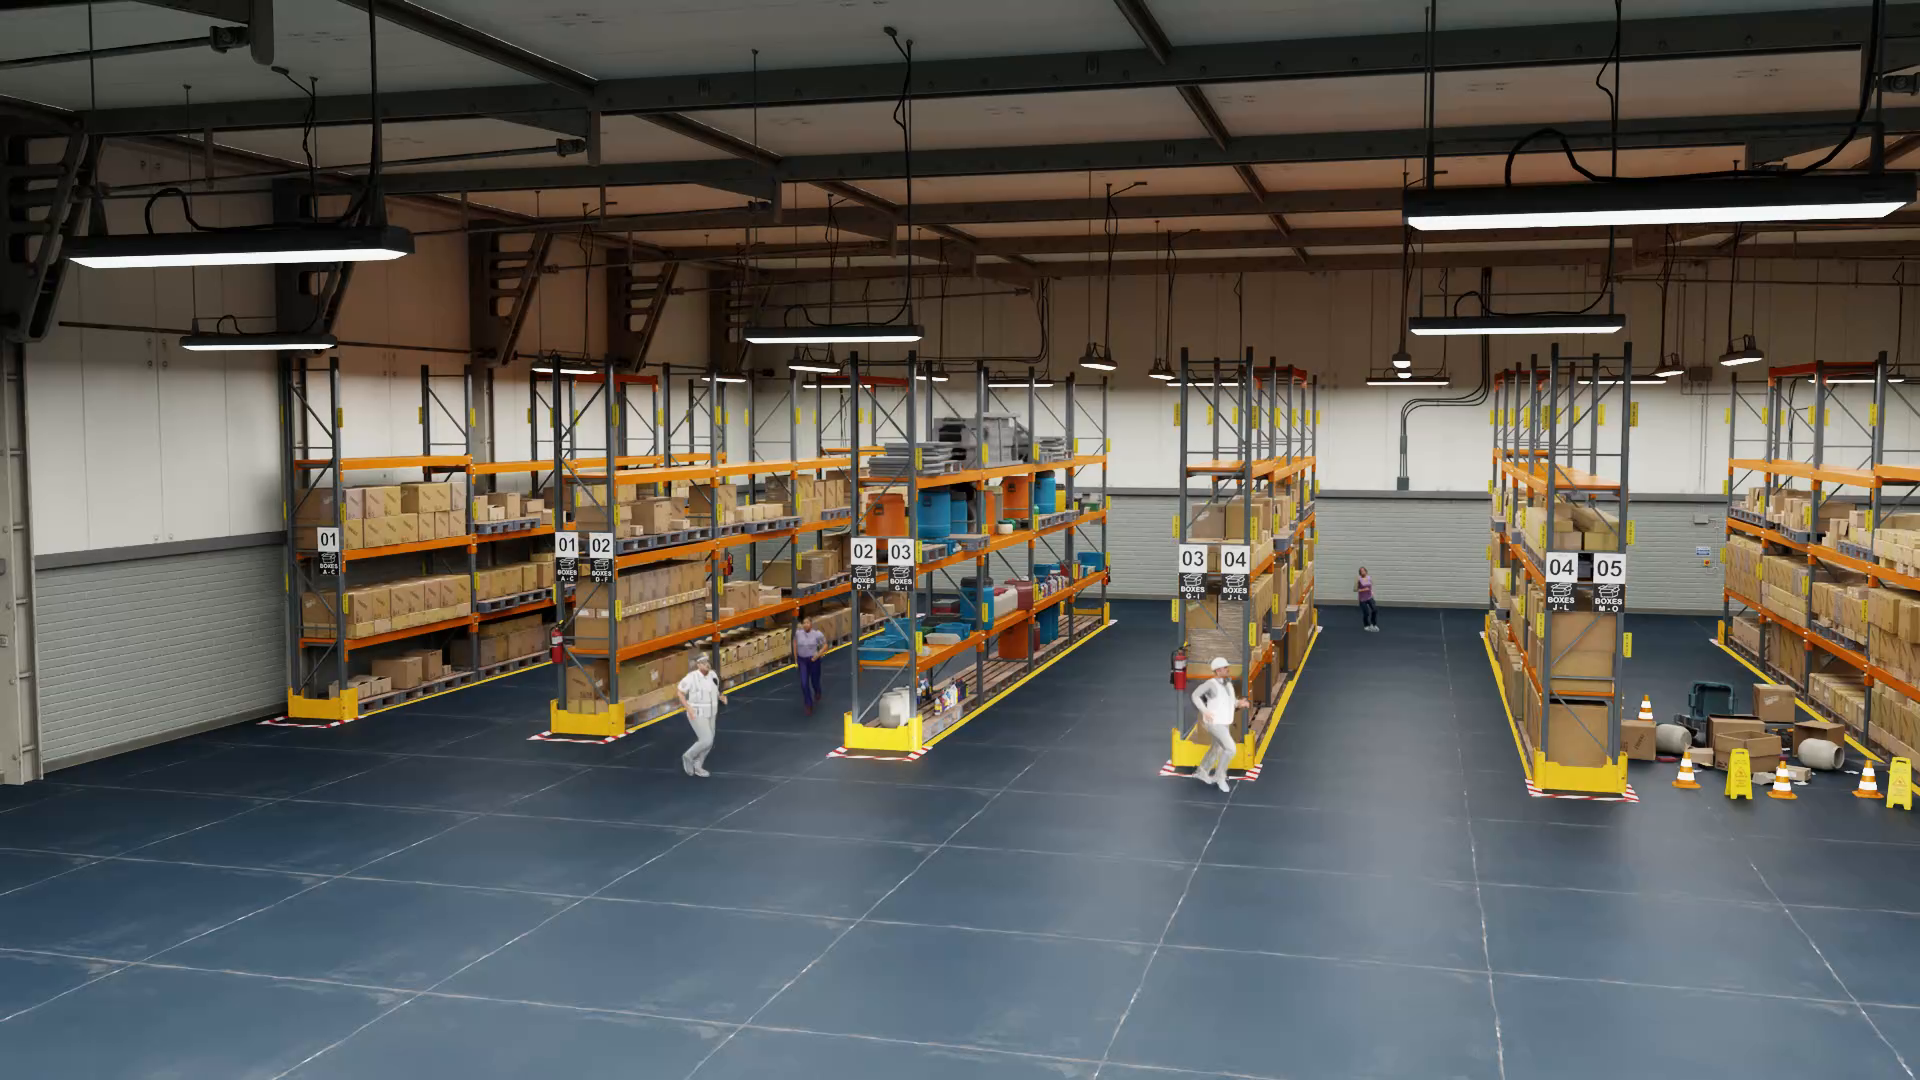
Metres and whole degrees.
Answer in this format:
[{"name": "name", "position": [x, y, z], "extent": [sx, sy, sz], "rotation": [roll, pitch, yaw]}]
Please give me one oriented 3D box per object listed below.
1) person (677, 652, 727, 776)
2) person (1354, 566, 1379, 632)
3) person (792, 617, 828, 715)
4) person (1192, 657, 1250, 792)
[{"name": "person", "position": [-3.535, 2.424, 23.186], "extent": [0.602, 1.751, 0.643], "rotation": [3, 5, 38]}, {"name": "person", "position": [9.447, 1.373, 38.772], "extent": [0.607, 1.535, 0.622], "rotation": [-1, 4, -7]}, {"name": "person", "position": [-2.571, 2.117, 28.434], "extent": [0.630, 1.644, 0.879], "rotation": [0, 4, 6]}, {"name": "person", "position": [3.493, 2.480, 22.403], "extent": [0.803, 1.803, 0.688], "rotation": [3, 5, 38]}]
